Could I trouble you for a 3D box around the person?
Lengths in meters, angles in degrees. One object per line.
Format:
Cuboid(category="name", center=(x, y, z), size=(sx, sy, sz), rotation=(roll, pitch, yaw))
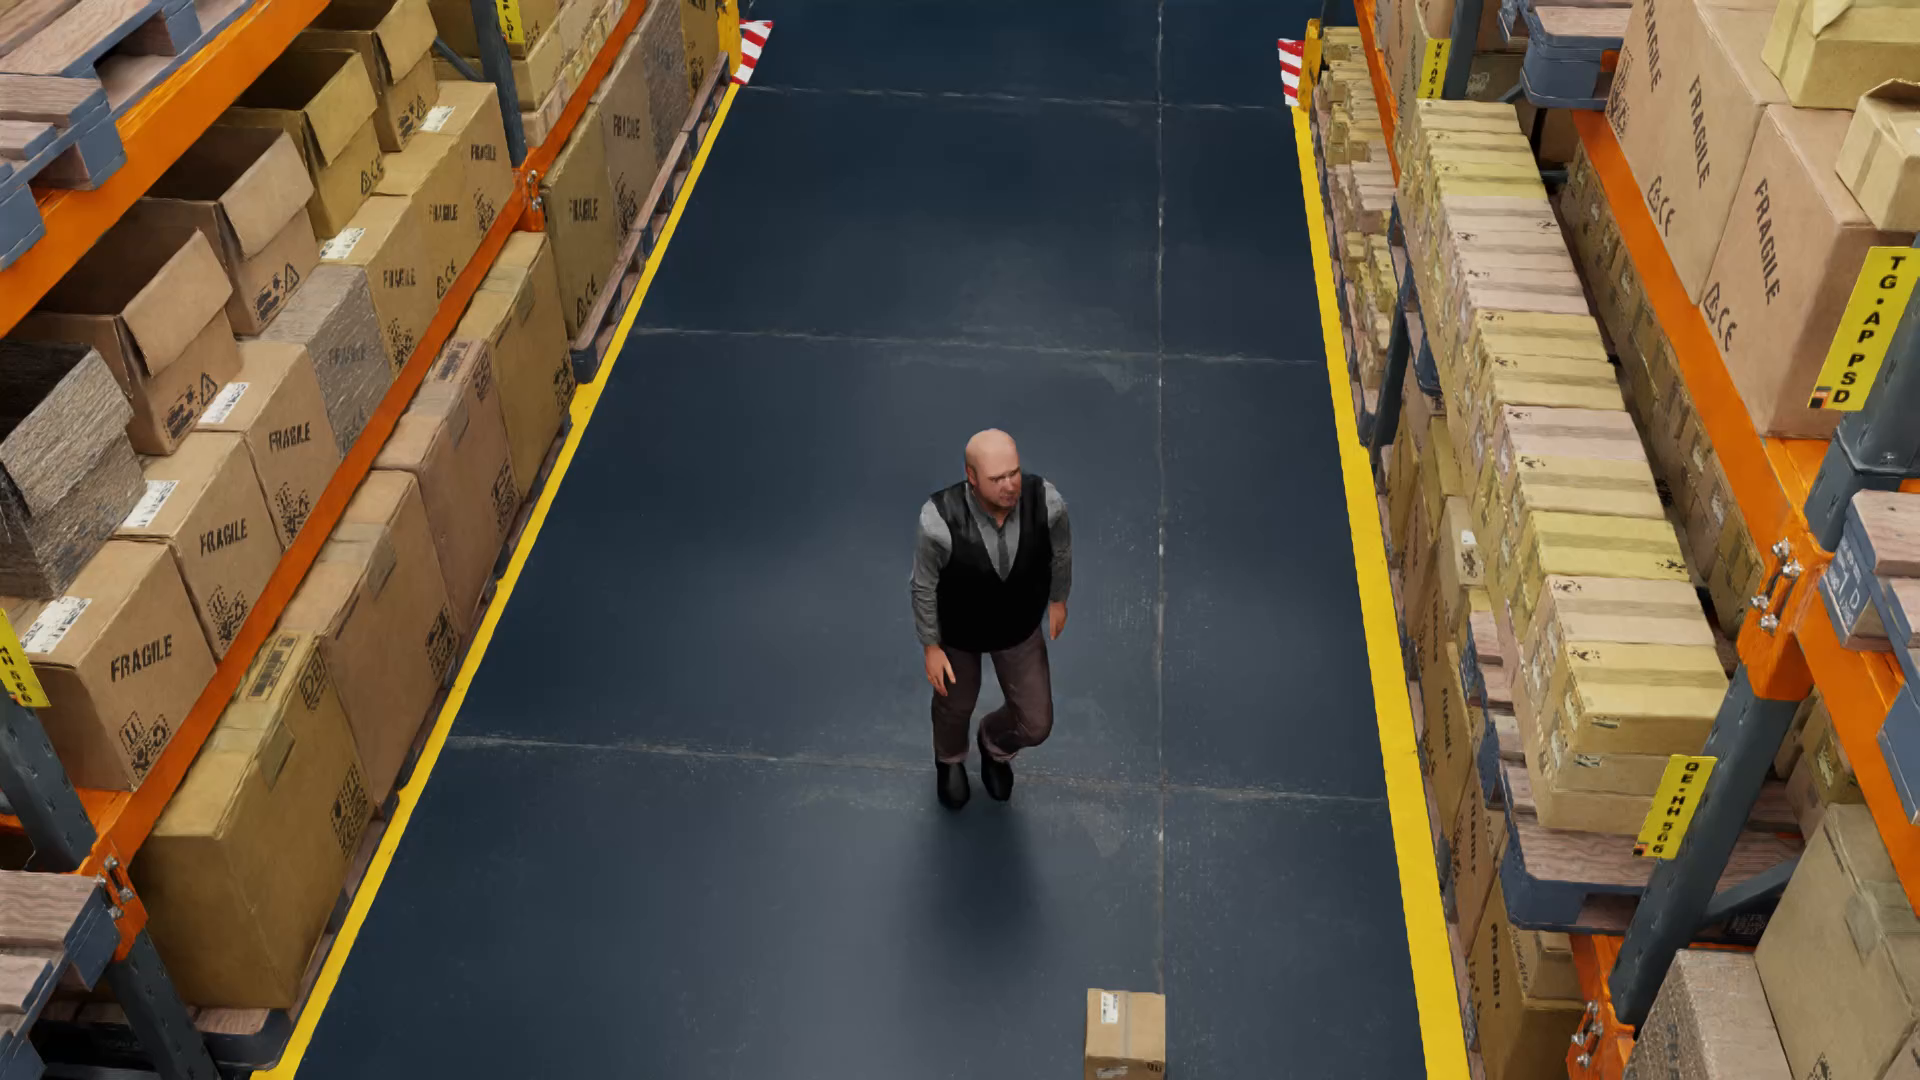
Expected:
Cuboid(category="person", center=(0.111, 0.338, 5.841), size=(0.586, 1.649, 0.487), rotation=(-10, 41, -11))
